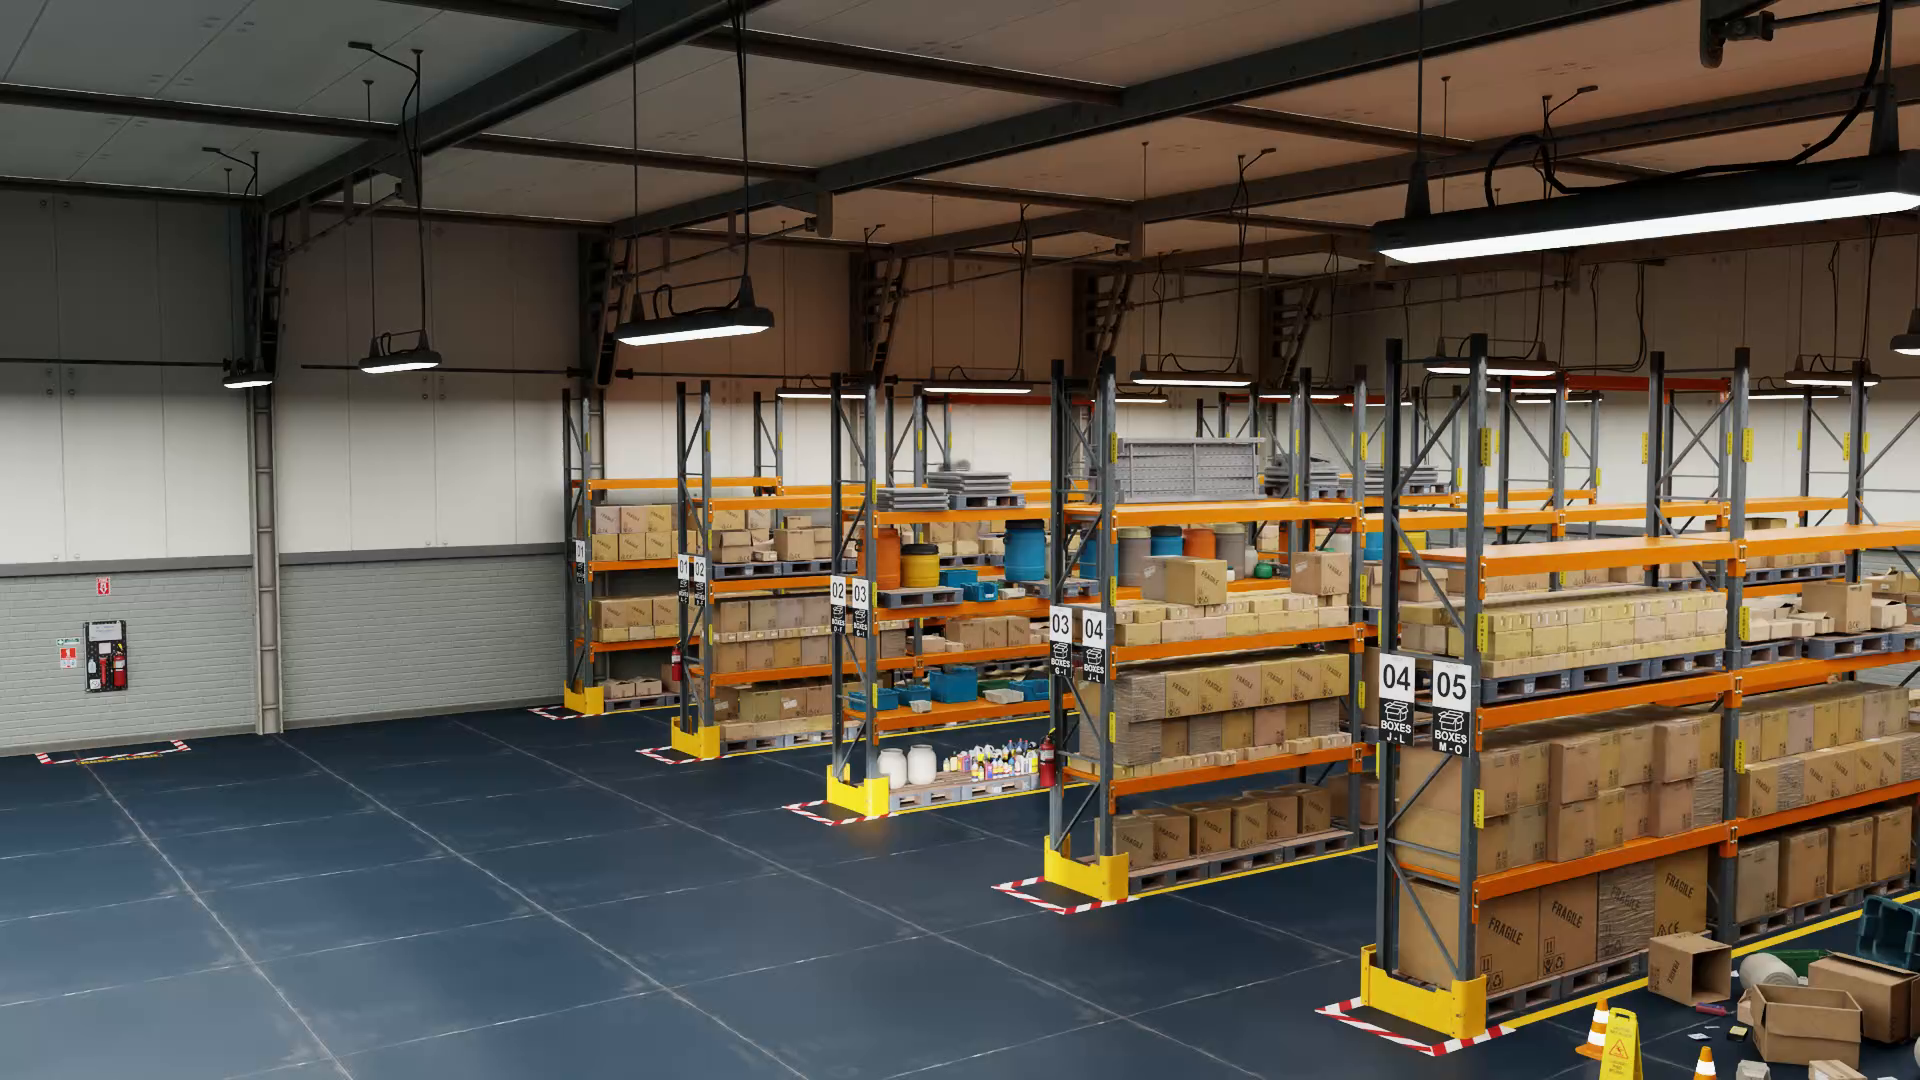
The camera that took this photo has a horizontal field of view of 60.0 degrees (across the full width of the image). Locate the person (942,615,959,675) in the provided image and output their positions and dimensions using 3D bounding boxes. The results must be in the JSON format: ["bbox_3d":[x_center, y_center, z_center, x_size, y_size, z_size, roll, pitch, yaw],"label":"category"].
[{"bbox_3d":[-0.155,2.038,31.854,0.540,1.627,0.623,-3,5,-40],"label":"person"}]

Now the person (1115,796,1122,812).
[{"bbox_3d":[2.000,2.897,22.484,0.698,1.672,0.652,2,4,31],"label":"person"}]

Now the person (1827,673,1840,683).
[{"bbox_3d":[12.918,2.784,24.746,0.497,1.602,0.602,-3,5,-41],"label":"person"}]
